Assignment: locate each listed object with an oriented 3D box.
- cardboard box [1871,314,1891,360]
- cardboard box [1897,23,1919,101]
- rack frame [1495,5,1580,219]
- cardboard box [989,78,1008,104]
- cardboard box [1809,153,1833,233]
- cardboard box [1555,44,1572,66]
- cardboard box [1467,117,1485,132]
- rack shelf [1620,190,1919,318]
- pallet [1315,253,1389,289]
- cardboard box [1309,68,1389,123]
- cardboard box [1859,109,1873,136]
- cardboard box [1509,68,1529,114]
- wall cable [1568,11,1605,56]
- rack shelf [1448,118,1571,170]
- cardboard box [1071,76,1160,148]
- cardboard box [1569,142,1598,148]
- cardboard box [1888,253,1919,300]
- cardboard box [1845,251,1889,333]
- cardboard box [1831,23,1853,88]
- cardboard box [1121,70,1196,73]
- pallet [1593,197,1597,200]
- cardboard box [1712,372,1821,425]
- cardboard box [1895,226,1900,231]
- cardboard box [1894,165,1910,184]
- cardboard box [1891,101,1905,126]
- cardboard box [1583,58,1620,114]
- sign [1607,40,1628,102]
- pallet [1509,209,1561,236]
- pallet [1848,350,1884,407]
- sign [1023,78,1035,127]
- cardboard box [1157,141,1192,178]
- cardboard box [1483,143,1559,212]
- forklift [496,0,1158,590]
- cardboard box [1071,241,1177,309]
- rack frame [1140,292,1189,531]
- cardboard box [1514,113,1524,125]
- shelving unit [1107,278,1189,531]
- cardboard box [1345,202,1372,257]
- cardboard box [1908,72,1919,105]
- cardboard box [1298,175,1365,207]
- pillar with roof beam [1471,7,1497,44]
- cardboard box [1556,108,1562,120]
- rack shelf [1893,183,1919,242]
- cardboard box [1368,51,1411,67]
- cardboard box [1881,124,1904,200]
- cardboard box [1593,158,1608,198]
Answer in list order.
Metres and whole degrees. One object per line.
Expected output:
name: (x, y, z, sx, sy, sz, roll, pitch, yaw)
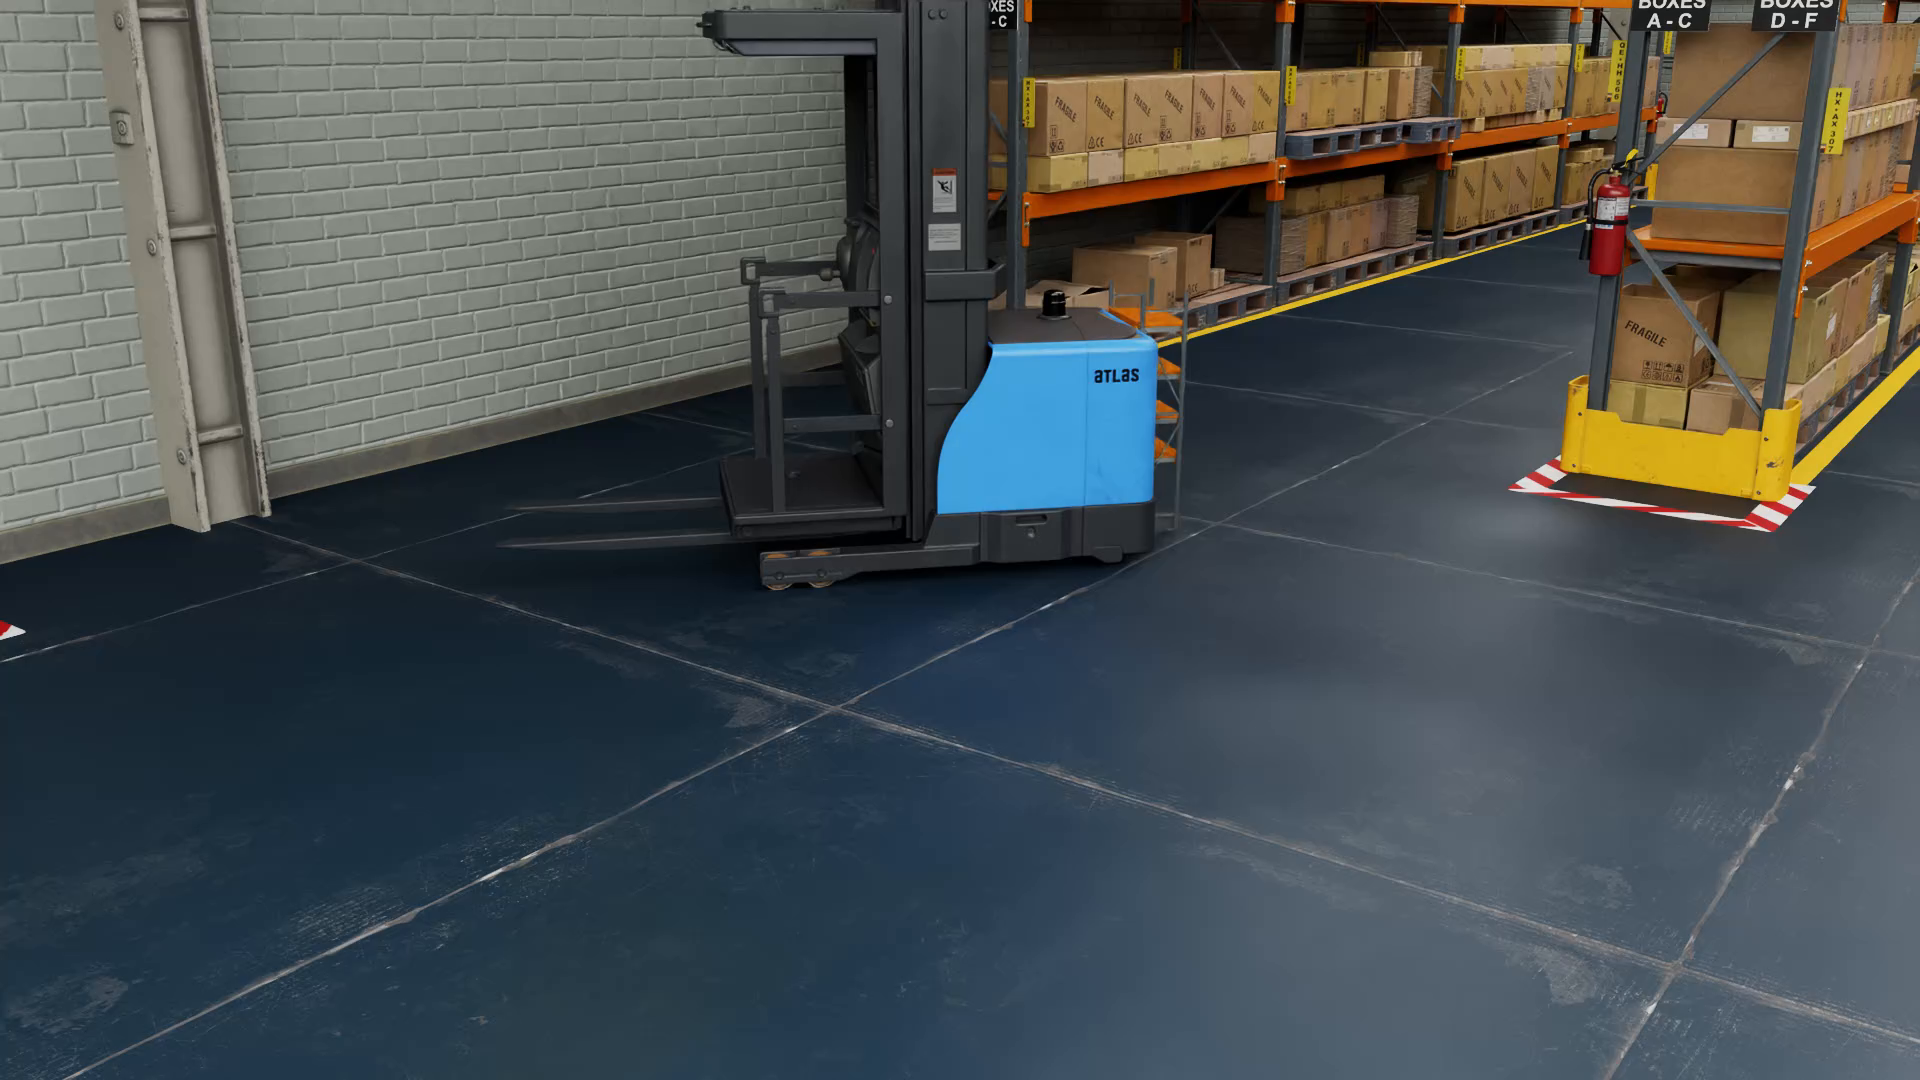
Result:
cardboard box: (6.292, -1.470, 11.849, 0.500, 0.250, 0.500, 12, 21, 35)
cardboard box: (6.133, -3.292, 11.432, 0.700, 0.500, 0.500, 13, 21, 35)
rack frame: (7.179, -5.512, 20.935, 1.000, 3.000, 0.127, 12, 21, 35)
cardboard box: (0.139, -3.100, 12.122, 0.500, 0.500, 0.500, 12, 21, 34)
cardboard box: (4.607, -2.062, 9.657, 0.700, 0.500, 0.500, 13, 22, 36)
cardboard box: (7.106, -5.913, 20.258, 0.500, 0.250, 0.500, 13, 22, 36)
cardboard box: (5.561, -4.593, 18.366, 0.380, 0.149, 0.250, 13, 22, 36)
rack shelf: (5.201, -1.912, 10.556, 1.077, 0.370, 4.000, 12, 21, 35)
pallet: (3.601, -2.752, 16.750, 1.003, 0.211, 1.213, 12, 21, 35)
cardboard box: (3.799, -4.403, 16.453, 0.700, 0.500, 0.500, 12, 21, 35)
cardboard box: (5.332, -2.558, 10.161, 0.380, 0.149, 0.250, 13, 21, 35)
cardboard box: (6.210, -5.195, 19.212, 0.500, 0.500, 0.500, 13, 22, 36)
wall cable: (9.565, -7.422, 25.373, 0.084, 1.984, 1.851, 12, 21, 35)
rack shelf: (5.987, -4.692, 19.508, 1.077, 0.370, 4.000, 12, 21, 35)
cardboard box: (1.170, -3.248, 12.601, 0.500, 0.500, 0.500, 12, 21, 33)
cardboard box: (8.688, -5.482, 23.250, 0.380, 0.149, 0.250, 13, 21, 35)
cardboard box: (7.141, -2.060, 12.802, 0.500, 0.311, 0.500, 12, 21, 34)
cardboard box: (5.984, -1.711, 11.361, 0.500, 0.500, 0.500, 12, 21, 35)
cardboard box: (4.638, -2.694, 9.506, 0.700, 0.500, 0.500, 12, 21, 33)
cardboard box: (1.653, -3.705, 14.071, 0.500, 0.500, 0.500, 12, 21, 34)
pallet: (8.421, -4.639, 22.827, 1.003, 0.211, 1.213, 12, 21, 35)
cardboard box: (4.802, -0.875, 9.931, 0.500, 0.250, 0.500, 12, 21, 35)
cardboard box: (8.228, -2.767, 15.079, 0.500, 0.311, 0.500, 13, 22, 37)
cardboard box: (7.085, -2.787, 12.584, 0.380, 0.149, 0.250, 12, 21, 35)
cardboard box: (6.099, -2.865, 11.151, 0.380, 0.149, 0.250, 12, 21, 33)
cardboard box: (8.380, -6.129, 22.418, 0.980, 0.700, 0.700, 11, 20, 32)
sign: (3.582, -2.545, 9.028, 0.100, 0.325, 0.005, 12, 21, 35)
pallet: (6.779, -3.983, 20.714, 1.003, 0.211, 1.213, 12, 21, 35)
pallet: (5.885, -1.218, 11.811, 1.003, 0.211, 1.213, 12, 21, 35)
sign: (0.464, -2.971, 11.294, 0.100, 0.325, 0.005, 12, 21, 35)
cardboard box: (1.483, -3.018, 13.124, 0.500, 0.250, 0.500, 13, 21, 35)
cardboard box: (6.896, -4.508, 20.619, 0.750, 0.750, 0.750, 13, 21, 35)
forklift: (-0.647, -1.343, 7.625, 3.031, 2.935, 1.130, -3, 18, -11)
cardboard box: (1.330, -2.121, 13.488, 0.700, 0.500, 0.500, 11, 20, 31)
rack frame: (0.985, -0.618, 8.207, 0.240, 1.200, 0.015, -4, 18, -13)
cardboard box: (6.412, -4.976, 19.600, 0.380, 0.149, 0.250, 12, 21, 33)
shelving unit: (0.929, -0.689, 8.434, 0.258, 1.200, 0.503, -4, 18, -13)
cardboard box: (3.734, -3.169, 16.865, 0.700, 0.500, 0.500, 12, 21, 34)
cardboard box: (9.060, -4.103, 15.521, 0.700, 0.500, 0.500, 5, 18, 16)
cardboard box: (3.716, -3.505, 16.681, 0.500, 0.250, 0.500, 12, 21, 34)
pillar with roof beam: (10.358, -7.936, 18.625, 9.100, 9.000, 0.400, 12, 21, 35)
cardboard box: (7.204, -5.271, 20.549, 0.380, 0.149, 0.250, 13, 21, 35)
rack shelf: (7.584, -2.865, 13.624, 1.077, 0.370, 4.000, 12, 21, 35)
cardboard box: (4.434, -4.960, 17.154, 0.380, 0.149, 0.250, 9, 19, 26)
cardboard box: (6.133, -2.673, 11.625, 0.700, 0.500, 0.500, 12, 21, 33)
cardboard box: (8.316, -4.920, 22.535, 0.700, 0.500, 0.500, 13, 21, 36)
